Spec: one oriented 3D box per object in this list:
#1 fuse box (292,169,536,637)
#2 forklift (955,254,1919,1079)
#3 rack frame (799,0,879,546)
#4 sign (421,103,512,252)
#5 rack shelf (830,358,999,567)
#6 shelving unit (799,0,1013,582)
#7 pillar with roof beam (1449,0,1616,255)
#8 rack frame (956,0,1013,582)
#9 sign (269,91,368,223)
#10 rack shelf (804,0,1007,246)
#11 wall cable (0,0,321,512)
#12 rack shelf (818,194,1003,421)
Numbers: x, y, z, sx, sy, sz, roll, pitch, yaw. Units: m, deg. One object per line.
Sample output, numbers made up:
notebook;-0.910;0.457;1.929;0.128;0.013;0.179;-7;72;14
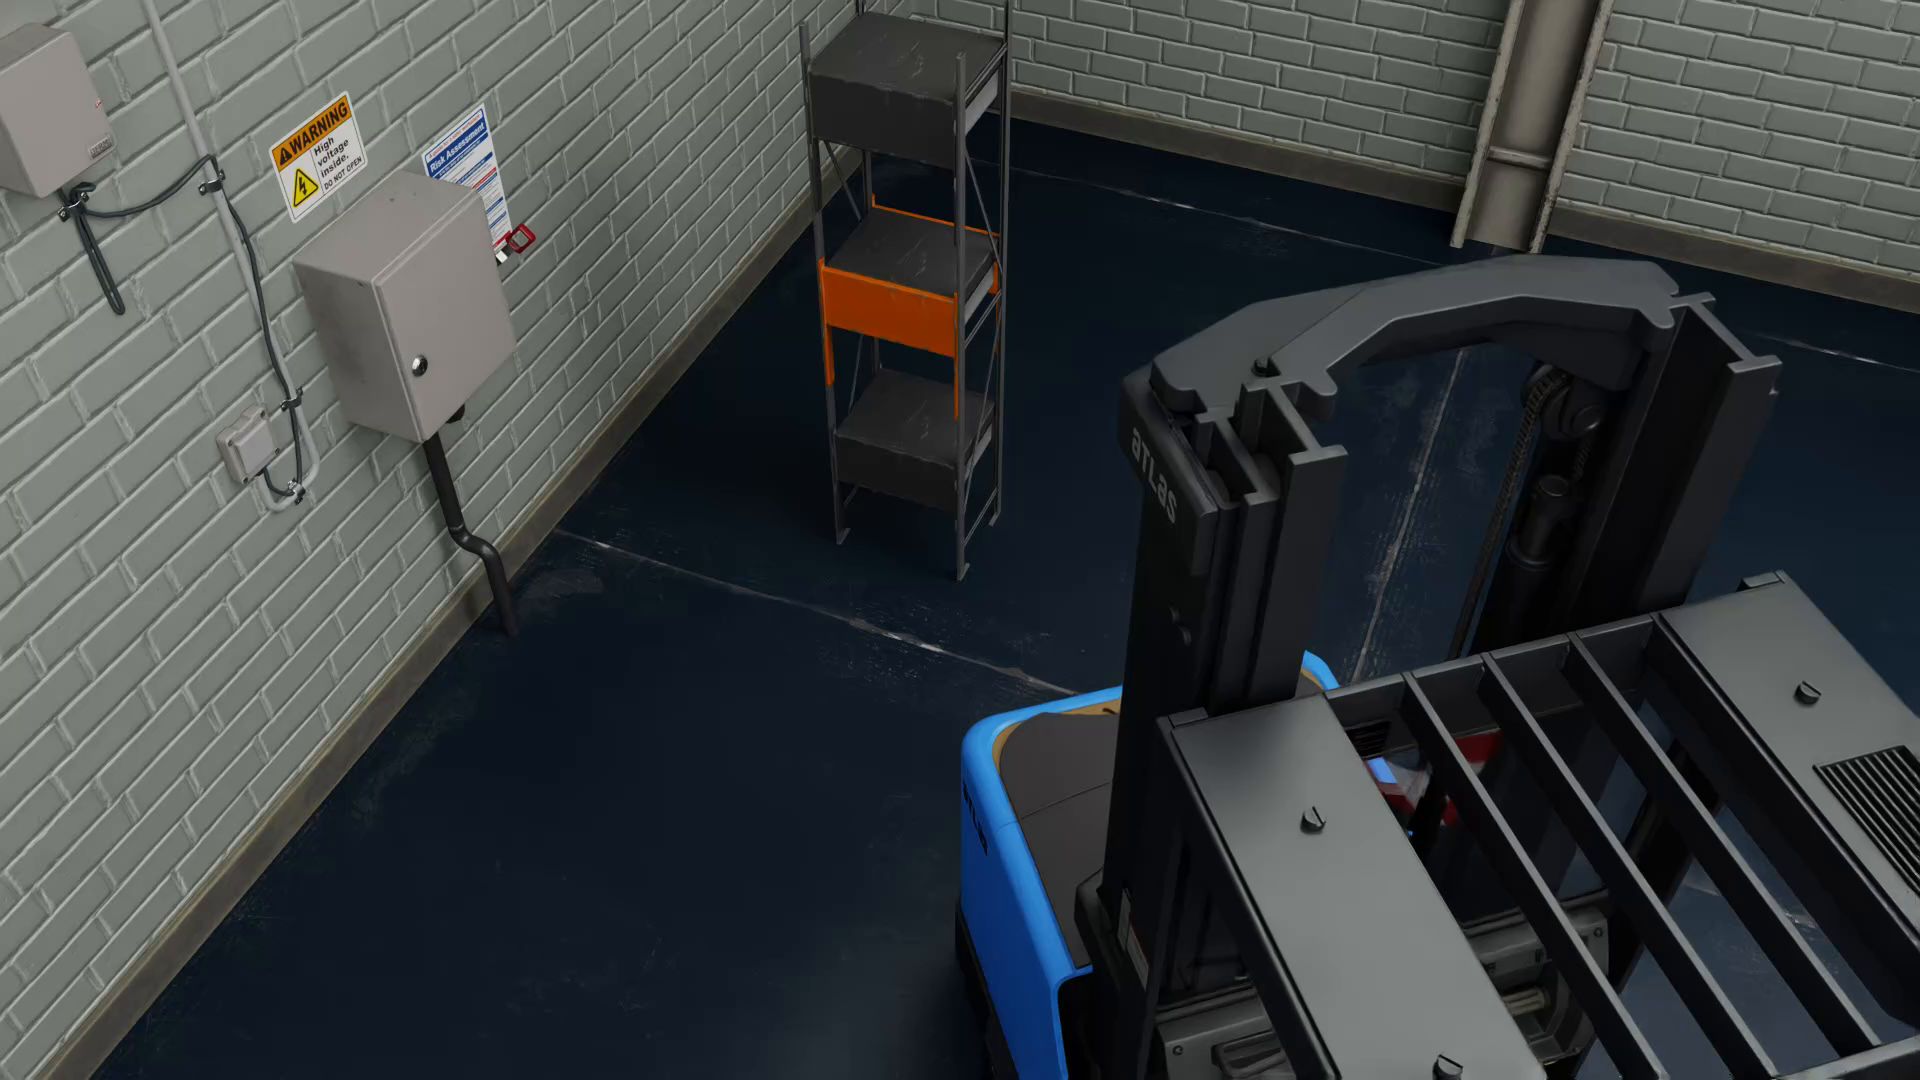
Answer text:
fuse box;-1.559;-0.292;5.330;0.414;1.711;0.539;16;47;16
forklift;0.894;1.089;3.077;1.130;2.935;3.031;-12;46;-12
rack frame;-0.378;-0.856;5.621;0.015;2.100;0.400;16;47;16
sign;-1.560;-1.093;5.289;0.001;0.494;0.329;16;47;16
rack shelf;-0.153;-0.283;6.058;0.480;0.518;0.431;16;47;16
shelving unit;-0.153;-0.789;5.555;0.503;2.100;0.431;16;47;16
pillar with roof beam;0.819;-1.780;1.659;0.400;9.000;9.100;16;47;16
rack frame;0.072;-0.723;5.488;0.015;2.100;0.400;16;47;16
sign;-1.772;-1.061;4.605;0.001;0.242;0.339;16;47;16
rack shelf;-0.153;-1.276;5.070;0.480;0.518;0.431;16;47;16
wall cable;-1.967;-0.707;4.114;0.122;1.984;0.588;16;47;16
rack shelf;-0.153;-0.780;5.564;0.480;0.518;0.431;16;47;16
